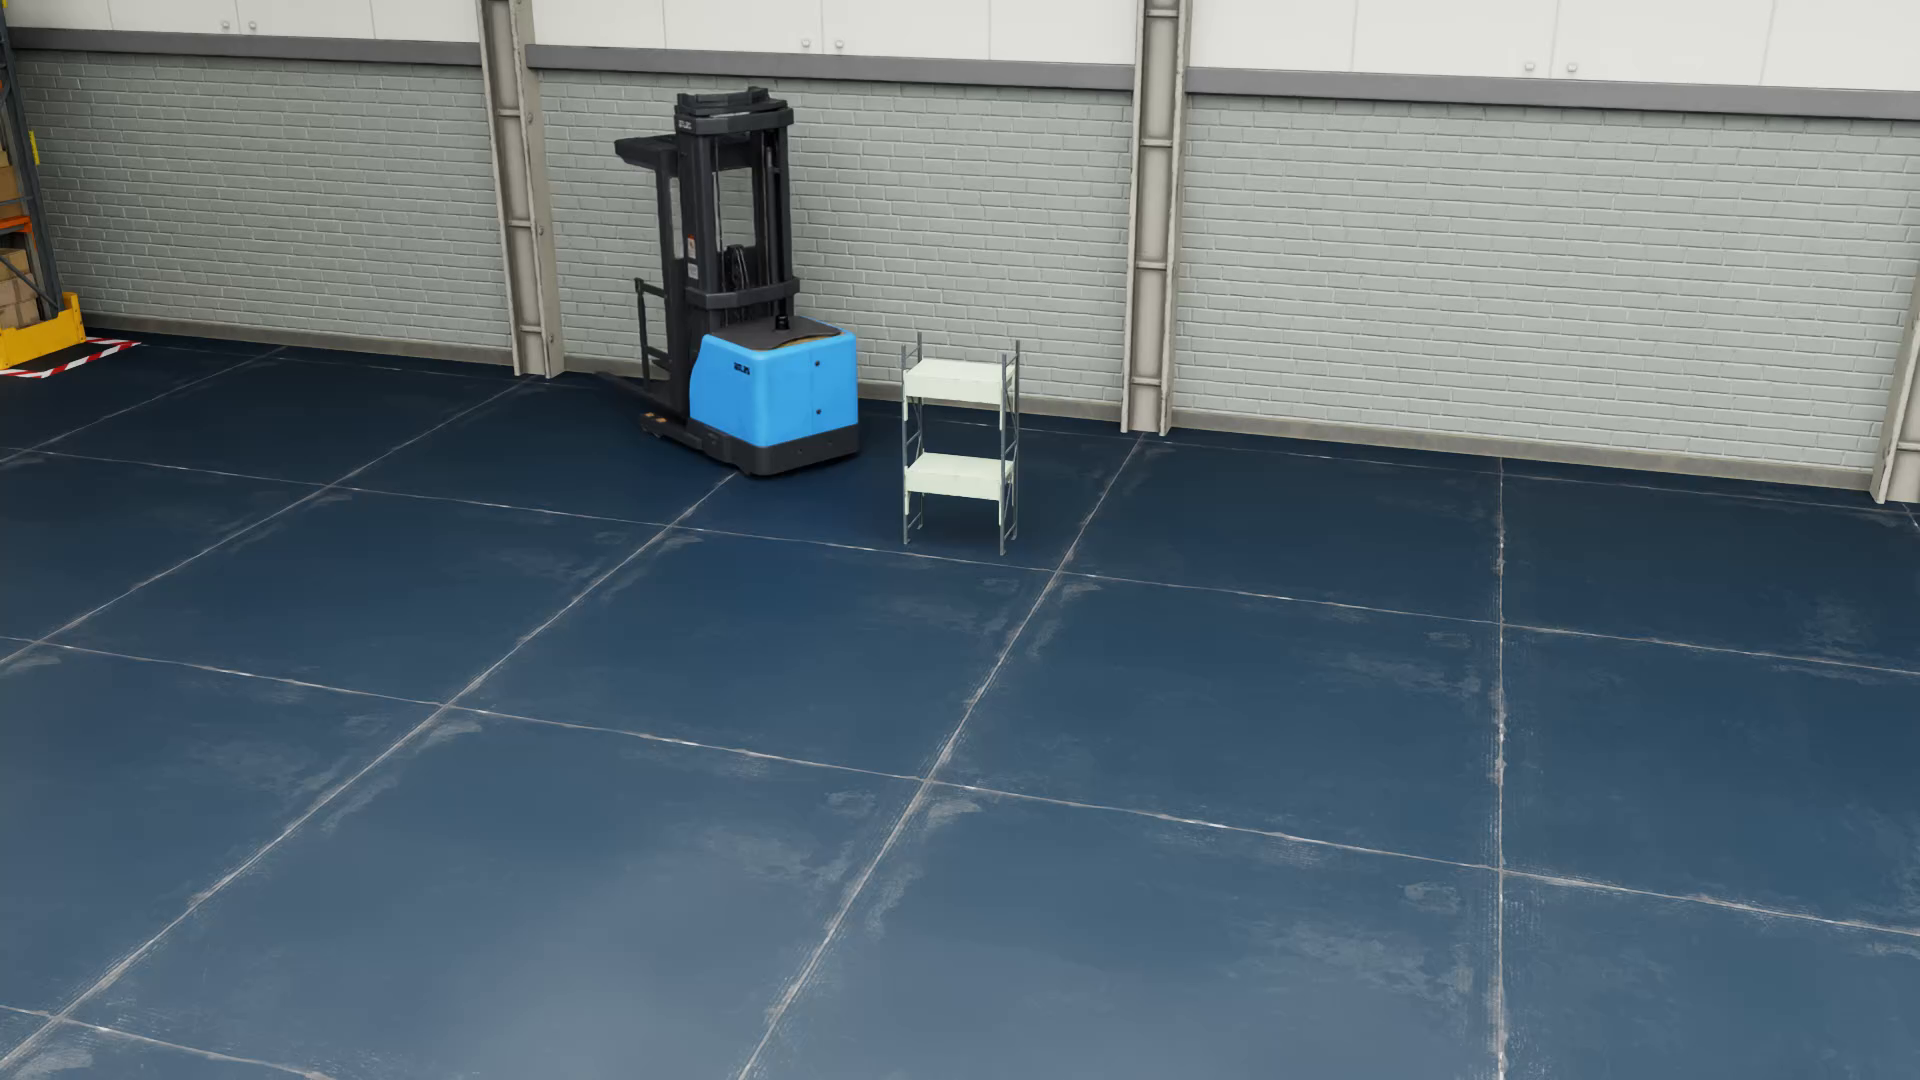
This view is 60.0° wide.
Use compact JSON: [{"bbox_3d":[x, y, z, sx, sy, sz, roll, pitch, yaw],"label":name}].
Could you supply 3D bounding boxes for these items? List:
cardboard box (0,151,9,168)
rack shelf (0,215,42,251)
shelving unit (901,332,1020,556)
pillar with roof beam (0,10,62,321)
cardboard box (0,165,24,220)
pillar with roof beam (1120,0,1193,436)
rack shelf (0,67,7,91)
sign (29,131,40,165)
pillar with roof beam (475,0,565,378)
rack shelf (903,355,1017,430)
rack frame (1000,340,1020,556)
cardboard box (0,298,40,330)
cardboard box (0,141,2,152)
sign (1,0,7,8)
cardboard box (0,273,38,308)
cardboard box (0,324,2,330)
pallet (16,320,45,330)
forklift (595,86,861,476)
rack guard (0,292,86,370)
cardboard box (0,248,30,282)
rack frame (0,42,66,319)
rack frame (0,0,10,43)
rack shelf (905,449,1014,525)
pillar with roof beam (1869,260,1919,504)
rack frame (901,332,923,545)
[{"bbox_3d":[-9.692,-3.759,16.495,0.250,0.149,0.380,6,23,14],"label":"cardboard box"},{"bbox_3d":[-11.357,-3.168,16.988,4.000,0.370,1.077,7,23,16],"label":"rack shelf"},{"bbox_3d":[0.006,-0.693,11.984,0.755,1.500,0.431,7,23,16],"label":"shelving unit"},{"bbox_3d":[-11.092,-4.896,12.349,0.400,9.000,9.100,7,23,16],"label":"pillar with roof beam"},{"bbox_3d":[-9.836,-3.483,16.676,0.500,0.500,0.500,7,23,17],"label":"cardboard box"},{"bbox_3d":[0.397,-3.581,9.142,0.400,9.000,9.100,7,23,16],"label":"pillar with roof beam"},{"bbox_3d":[-11.357,-4.555,16.418,4.000,0.370,1.077,7,23,16],"label":"rack shelf"},{"bbox_3d":[-9.276,-3.919,16.627,0.005,0.325,0.100,7,23,16],"label":"sign"},{"bbox_3d":[-5.347,-4.239,10.746,0.400,9.000,9.100,7,23,16],"label":"pillar with roof beam"},{"bbox_3d":[0.006,-1.054,11.836,0.720,0.370,0.431,7,23,16],"label":"rack shelf"},{"bbox_3d":[0.357,-0.653,11.886,0.023,1.500,0.400,7,23,16],"label":"rack frame"},{"bbox_3d":[-9.855,-2.328,17.063,0.500,0.250,0.500,7,23,16],"label":"cardboard box"},{"bbox_3d":[-9.702,-3.880,16.397,0.250,0.149,0.380,6,23,14],"label":"cardboard box"},{"bbox_3d":[-9.276,-5.311,16.056,0.005,0.325,0.100,7,23,16],"label":"sign"},{"bbox_3d":[-9.832,-2.562,16.973,0.500,0.250,0.500,7,23,16],"label":"cardboard box"},{"bbox_3d":[-9.983,-2.140,16.604,0.500,0.250,0.500,7,23,16],"label":"cardboard box"},{"bbox_3d":[-10.186,-2.060,17.013,1.213,0.211,1.003,7,23,16],"label":"pallet"},{"bbox_3d":[-2.168,-2.357,14.153,1.130,2.935,3.031,-18,28,-37],"label":"forklift"},{"bbox_3d":[-9.419,-2.122,16.785,0.348,0.500,1.175,7,23,16],"label":"rack guard"},{"bbox_3d":[-9.847,-2.787,16.865,0.500,0.250,0.500,6,23,15],"label":"cardboard box"},{"bbox_3d":[-9.442,-3.281,16.317,0.127,3.000,1.000,7,23,16],"label":"rack frame"},{"bbox_3d":[-9.442,-6.057,15.178,0.127,3.000,1.000,7,23,16],"label":"rack frame"},{"bbox_3d":[0.006,-0.392,12.107,0.720,0.370,0.431,7,23,16],"label":"rack shelf"},{"bbox_3d":[6.141,-2.923,7.539,0.400,9.000,9.100,7,23,16],"label":"pillar with roof beam"},{"bbox_3d":[-0.344,-0.733,12.081,0.023,1.500,0.400,7,23,16],"label":"rack frame"}]
